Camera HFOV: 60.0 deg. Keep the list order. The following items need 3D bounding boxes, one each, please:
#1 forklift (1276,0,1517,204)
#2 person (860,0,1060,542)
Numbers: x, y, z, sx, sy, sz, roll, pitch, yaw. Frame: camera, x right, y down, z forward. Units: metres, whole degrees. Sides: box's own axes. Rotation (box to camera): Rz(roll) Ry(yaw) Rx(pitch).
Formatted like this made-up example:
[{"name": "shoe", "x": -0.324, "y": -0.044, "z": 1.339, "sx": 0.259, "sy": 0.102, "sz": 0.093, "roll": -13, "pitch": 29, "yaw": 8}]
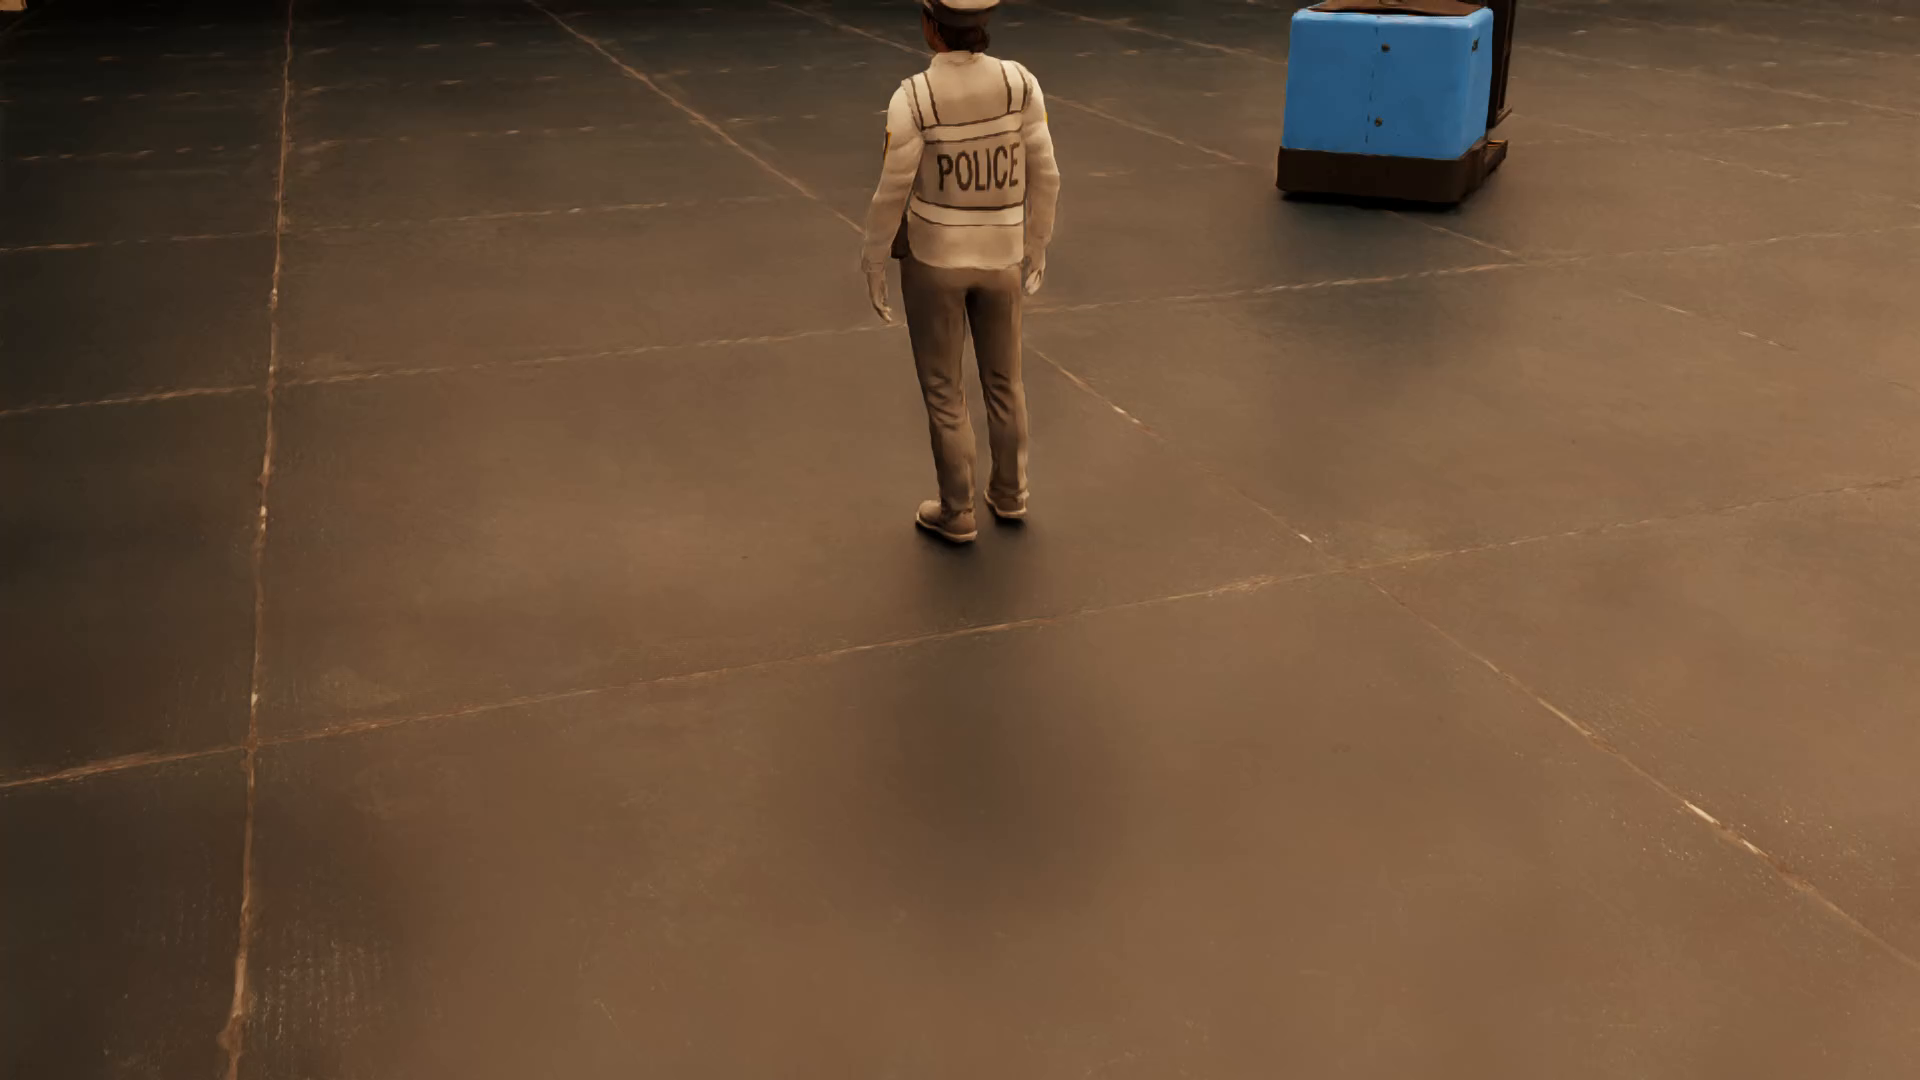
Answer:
[{"name": "forklift", "x": 2.960, "y": -3.813, "z": 10.364, "sx": 1.130, "sy": 2.935, "sz": 3.031, "roll": 10, "pitch": 25, "yaw": 23}, {"name": "person", "x": -0.016, "y": -0.813, "z": 4.809, "sx": 0.586, "sy": 1.695, "sz": 0.532, "roll": -8, "pitch": 24, "yaw": -18}]
